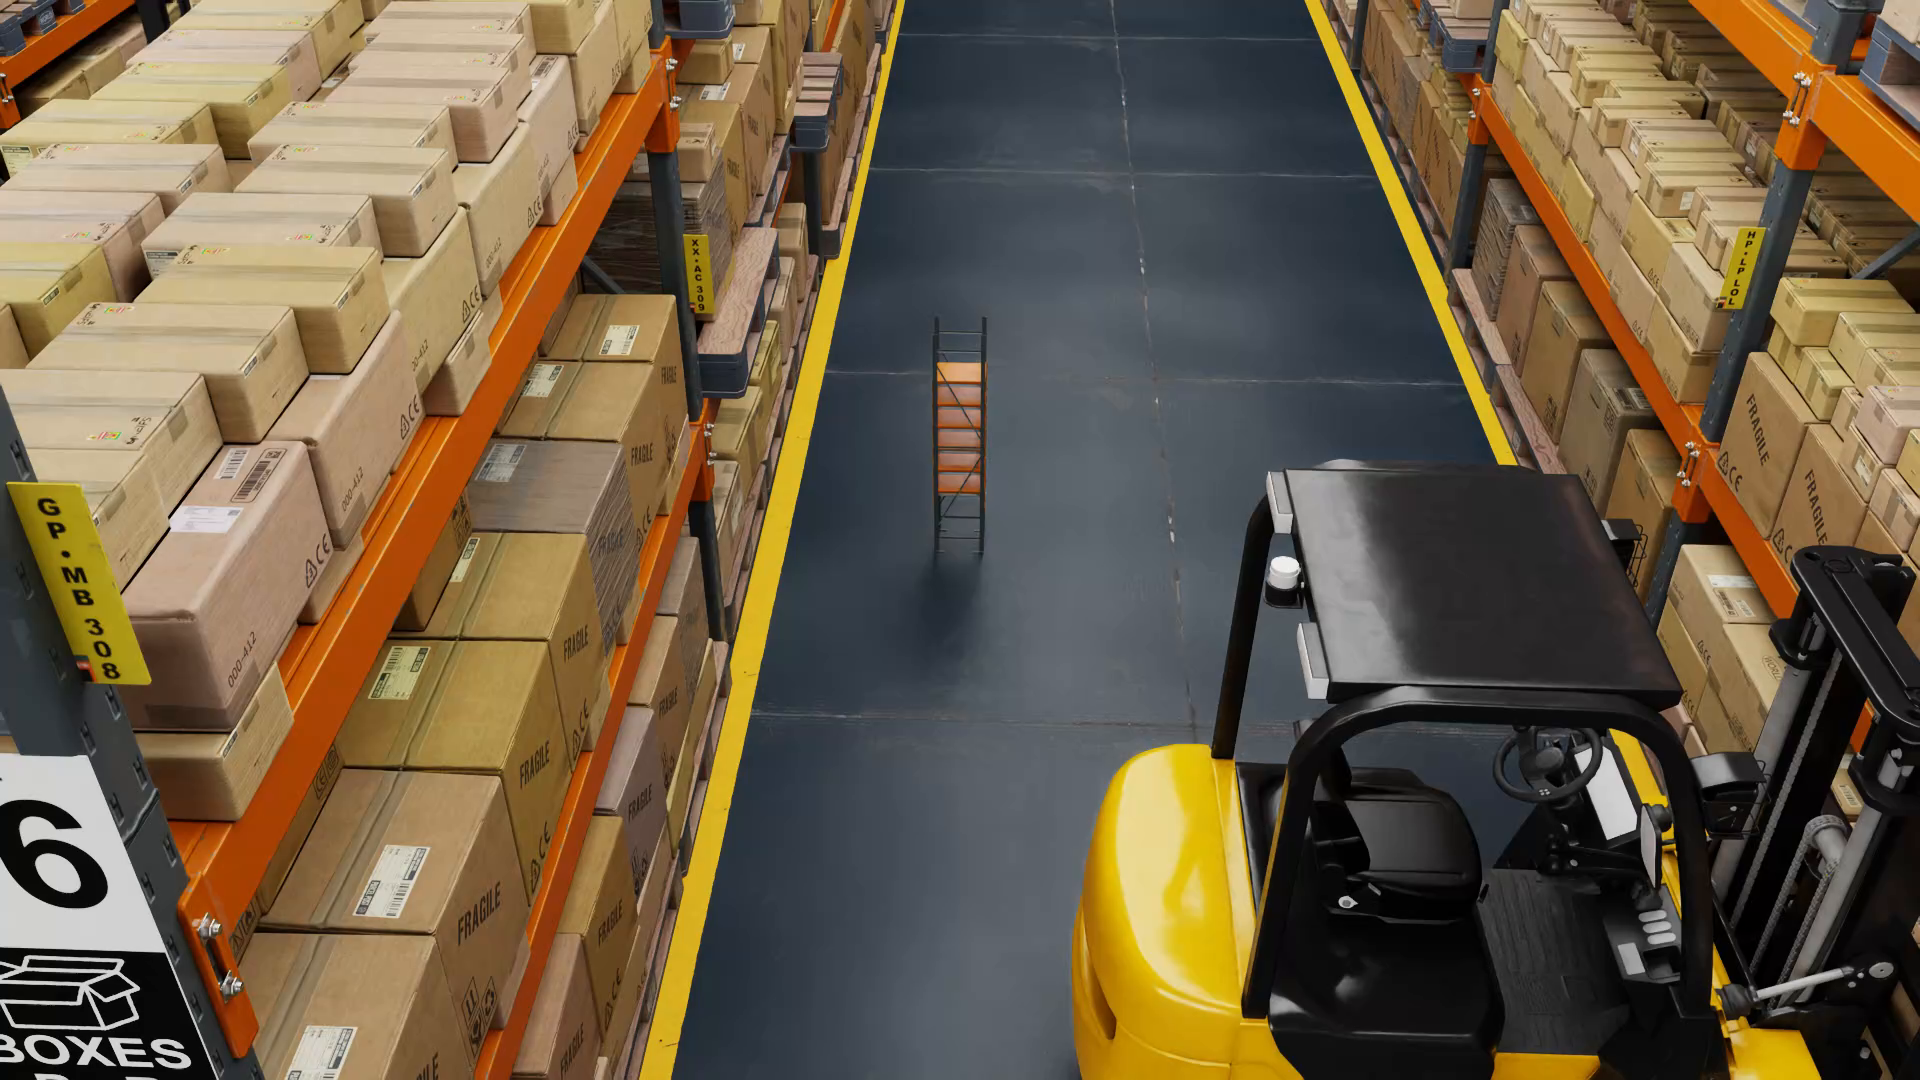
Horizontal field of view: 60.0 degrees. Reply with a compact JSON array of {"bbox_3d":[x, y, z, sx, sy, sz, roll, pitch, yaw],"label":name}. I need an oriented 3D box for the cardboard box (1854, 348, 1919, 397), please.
[{"bbox_3d":[3.191,-0.504,5.448,0.380,0.149,0.250,1,35,1],"label":"cardboard box"}]

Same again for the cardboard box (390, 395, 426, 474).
[{"bbox_3d":[-1.402,-0.273,3.639,0.380,0.149,0.250,0,35,0],"label":"cardboard box"}]

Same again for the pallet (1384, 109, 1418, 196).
[{"bbox_3d":[3.702,-2.835,12.101,1.003,0.211,1.213,1,35,2],"label":"pallet"}]

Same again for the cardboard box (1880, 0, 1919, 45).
[{"bbox_3d":[3.101,-1.637,5.129,0.380,0.149,0.250,2,35,3],"label":"cardboard box"}]

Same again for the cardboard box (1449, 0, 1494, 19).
[{"bbox_3d":[3.226,-3.304,10.196,0.380,0.149,0.250,2,35,3],"label":"cardboard box"}]

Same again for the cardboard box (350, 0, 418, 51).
[{"bbox_3d":[-1.840,-1.408,4.908,0.500,0.250,0.500,1,35,1],"label":"cardboard box"}]

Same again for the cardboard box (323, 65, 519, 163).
[{"bbox_3d":[-1.299,-1.034,4.029,0.380,0.149,0.250,2,35,3],"label":"cardboard box"}]

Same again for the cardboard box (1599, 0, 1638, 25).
[{"bbox_3d":[3.772,-2.964,9.207,0.380,0.149,0.250,2,35,3],"label":"cardboard box"}]

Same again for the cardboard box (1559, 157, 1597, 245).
[{"bbox_3d":[3.259,-1.656,8.127,0.500,0.250,0.500,2,35,3],"label":"cardboard box"}]

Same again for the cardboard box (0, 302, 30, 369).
[{"bbox_3d":[-1.939,-0.311,3.001,0.380,0.149,0.250,1,35,1],"label":"cardboard box"}]

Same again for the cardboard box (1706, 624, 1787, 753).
[{"bbox_3d":[3.059,0.557,6.005,0.500,0.250,0.500,1,35,2],"label":"cardboard box"}]

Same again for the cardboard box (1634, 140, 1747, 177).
[{"bbox_3d":[3.220,-1.650,7.338,0.380,0.149,0.250,1,35,1],"label":"cardboard box"}]

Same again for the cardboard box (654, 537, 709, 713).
[{"bbox_3d":[-1.293,0.329,6.547,0.500,0.500,0.500,1,35,1],"label":"cardboard box"}]

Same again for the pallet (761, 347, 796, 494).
[{"bbox_3d":[-1.462,-0.673,9.024,1.003,0.211,1.213,1,35,2],"label":"pallet"}]

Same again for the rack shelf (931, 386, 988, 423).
[{"bbox_3d":[-0.001,-0.643,7.781,0.258,0.103,0.180,1,35,2],"label":"rack shelf"}]

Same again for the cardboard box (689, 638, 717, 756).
[{"bbox_3d":[-1.293,0.636,6.763,0.500,0.250,0.500,3,35,4],"label":"cardboard box"}]

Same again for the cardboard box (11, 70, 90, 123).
[{"bbox_3d":[-6.058,-2.864,10.873,0.500,0.250,0.500,0,35,0],"label":"cardboard box"}]

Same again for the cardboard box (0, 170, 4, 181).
[{"bbox_3d":[-6.562,-2.551,11.080,0.500,0.500,0.500,1,35,2],"label":"cardboard box"}]

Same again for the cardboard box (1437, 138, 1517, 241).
[{"bbox_3d":[3.385,-2.246,10.646,0.500,0.500,0.500,2,35,3],"label":"cardboard box"}]

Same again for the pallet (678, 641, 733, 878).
[{"bbox_3d":[-1.529,0.864,6.837,1.003,0.211,1.213,1,35,2],"label":"pallet"}]

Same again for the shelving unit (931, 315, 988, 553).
[{"bbox_3d":[-0.001,-0.483,7.893,0.258,1.200,0.189,1,35,2],"label":"shelving unit"}]

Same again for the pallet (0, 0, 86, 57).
[{"bbox_3d":[-6.405,-3.351,10.577,1.213,0.211,1.003,1,35,2],"label":"pallet"}]

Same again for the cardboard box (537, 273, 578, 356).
[{"bbox_3d":[-1.772,-0.987,5.831,0.700,0.500,0.500,1,35,1],"label":"cardboard box"}]

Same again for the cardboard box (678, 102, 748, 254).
[{"bbox_3d":[-1.213,-1.548,7.134,0.500,0.500,0.500,1,35,2],"label":"cardboard box"}]

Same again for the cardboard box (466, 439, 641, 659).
[{"bbox_3d":[-1.337,0.029,5.254,0.500,0.500,0.500,2,35,3],"label":"cardboard box"}]

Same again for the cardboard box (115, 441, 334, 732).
[{"bbox_3d":[-1.412,0.064,2.813,0.500,0.250,0.500,1,35,1],"label":"cardboard box"}]

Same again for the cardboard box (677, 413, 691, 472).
[{"bbox_3d":[-1.246,-0.369,6.385,0.380,0.149,0.250,1,35,1],"label":"cardboard box"}]

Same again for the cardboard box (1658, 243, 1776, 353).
[{"bbox_3d":[3.186,-0.982,6.734,0.500,0.250,0.500,1,35,1],"label":"cardboard box"}]

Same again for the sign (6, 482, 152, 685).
[{"bbox_3d":[-1.156,0.062,2.184,0.100,0.325,0.005,1,35,2],"label":"sign"}]

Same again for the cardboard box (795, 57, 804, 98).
[{"bbox_3d":[-1.059,-2.535,9.102,0.380,0.149,0.250,1,35,1],"label":"cardboard box"}]

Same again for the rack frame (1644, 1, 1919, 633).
[{"bbox_3d":[3.422,-0.551,6.425,1.000,3.000,0.127,1,35,2],"label":"rack frame"}]

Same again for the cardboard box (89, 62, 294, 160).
[{"bbox_3d":[-1.856,-1.046,4.045,0.380,0.149,0.250,2,35,3],"label":"cardboard box"}]

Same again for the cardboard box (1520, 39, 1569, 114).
[{"bbox_3d":[3.300,-2.455,8.831,0.500,0.250,0.500,2,35,3],"label":"cardboard box"}]

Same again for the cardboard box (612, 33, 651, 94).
[{"bbox_3d":[-1.245,-1.599,5.527,0.380,0.149,0.250,1,35,2],"label":"cardboard box"}]

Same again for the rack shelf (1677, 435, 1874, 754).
[{"bbox_3d":[3.342,0.892,4.997,1.077,0.370,4.000,1,35,2],"label":"rack shelf"}]

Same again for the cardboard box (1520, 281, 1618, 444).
[{"bbox_3d":[3.499,-0.929,8.663,0.875,0.625,0.625,0,35,0],"label":"cardboard box"}]

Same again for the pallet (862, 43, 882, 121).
[{"bbox_3d":[-1.172,-3.674,13.294,1.003,0.211,1.213,1,35,2],"label":"pallet"}]

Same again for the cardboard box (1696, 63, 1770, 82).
[{"bbox_3d":[3.847,-2.227,8.159,0.380,0.149,0.250,1,35,1],"label":"cardboard box"}]

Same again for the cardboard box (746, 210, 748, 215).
[{"bbox_3d":[-1.182,-1.639,7.827,0.380,0.149,0.250,2,35,2],"label":"cardboard box"}]

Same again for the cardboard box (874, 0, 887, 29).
[{"bbox_3d":[-1.084,-4.741,14.251,0.875,0.438,0.875,1,35,1],"label":"cardboard box"}]

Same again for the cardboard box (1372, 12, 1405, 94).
[{"bbox_3d":[3.488,-3.717,12.740,0.500,0.500,0.500,1,35,1],"label":"cardboard box"}]

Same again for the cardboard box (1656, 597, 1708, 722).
[{"bbox_3d":[3.094,0.468,6.566,0.500,0.250,0.500,1,35,2],"label":"cardboard box"}]

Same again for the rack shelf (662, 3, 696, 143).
[{"bbox_3d":[-1.457,-2.745,7.565,1.077,0.370,4.000,1,35,2],"label":"rack shelf"}]

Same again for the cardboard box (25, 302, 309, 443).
[{"bbox_3d":[-1.414,-0.303,2.988,0.380,0.149,0.250,1,35,2],"label":"cardboard box"}]

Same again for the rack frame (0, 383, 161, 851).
[{"bbox_3d":[-1.698,-0.820,1.590,1.000,3.000,0.127,1,35,2],"label":"rack frame"}]

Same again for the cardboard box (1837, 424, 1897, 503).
[{"bbox_3d":[3.071,-0.241,5.333,0.380,0.149,0.250,2,35,3],"label":"cardboard box"}]

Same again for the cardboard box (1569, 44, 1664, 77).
[{"bbox_3d":[3.303,-2.382,8.379,0.380,0.149,0.250,2,35,2],"label":"cardboard box"}]

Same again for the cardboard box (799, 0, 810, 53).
[{"bbox_3d":[-1.118,-3.028,9.239,0.500,0.500,0.500,0,35,1],"label":"cardboard box"}]

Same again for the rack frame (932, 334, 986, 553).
[{"bbox_3d":[-0.004,-0.430,7.818,0.240,1.200,0.006,1,35,2],"label":"rack frame"}]

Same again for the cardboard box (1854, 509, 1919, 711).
[{"bbox_3d":[3.120,0.248,5.202,0.500,0.500,0.500,1,35,1],"label":"cardboard box"}]

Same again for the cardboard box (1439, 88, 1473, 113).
[{"bbox_3d":[3.384,-2.861,10.957,0.380,0.149,0.250,0,35,0],"label":"cardboard box"}]

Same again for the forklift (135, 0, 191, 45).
[{"bbox_3d":[-4.291,-2.393,9.106,3.031,2.935,1.130,0,35,0],"label":"forklift"}]

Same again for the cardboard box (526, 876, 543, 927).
[{"bbox_3d":[-1.357,0.957,4.498,0.380,0.149,0.250,2,35,3],"label":"cardboard box"}]

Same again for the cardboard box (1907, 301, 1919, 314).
[{"bbox_3d":[3.699,-0.980,6.731,0.500,0.250,0.500,1,35,1],"label":"cardboard box"}]

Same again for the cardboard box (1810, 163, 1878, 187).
[{"bbox_3d":[3.714,-1.498,7.122,0.380,0.149,0.250,1,35,1],"label":"cardboard box"}]

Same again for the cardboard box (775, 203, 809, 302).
[{"bbox_3d":[-1.410,-1.734,10.029,0.950,0.372,0.625,-1,35,-1],"label":"cardboard box"}]

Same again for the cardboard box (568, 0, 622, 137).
[{"bbox_3d":[-1.306,-1.401,4.898,0.500,0.250,0.500,1,35,1],"label":"cardboard box"}]

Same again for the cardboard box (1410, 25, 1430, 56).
[{"bbox_3d":[3.473,-3.610,12.023,0.380,0.149,0.250,3,35,4],"label":"cardboard box"}]
